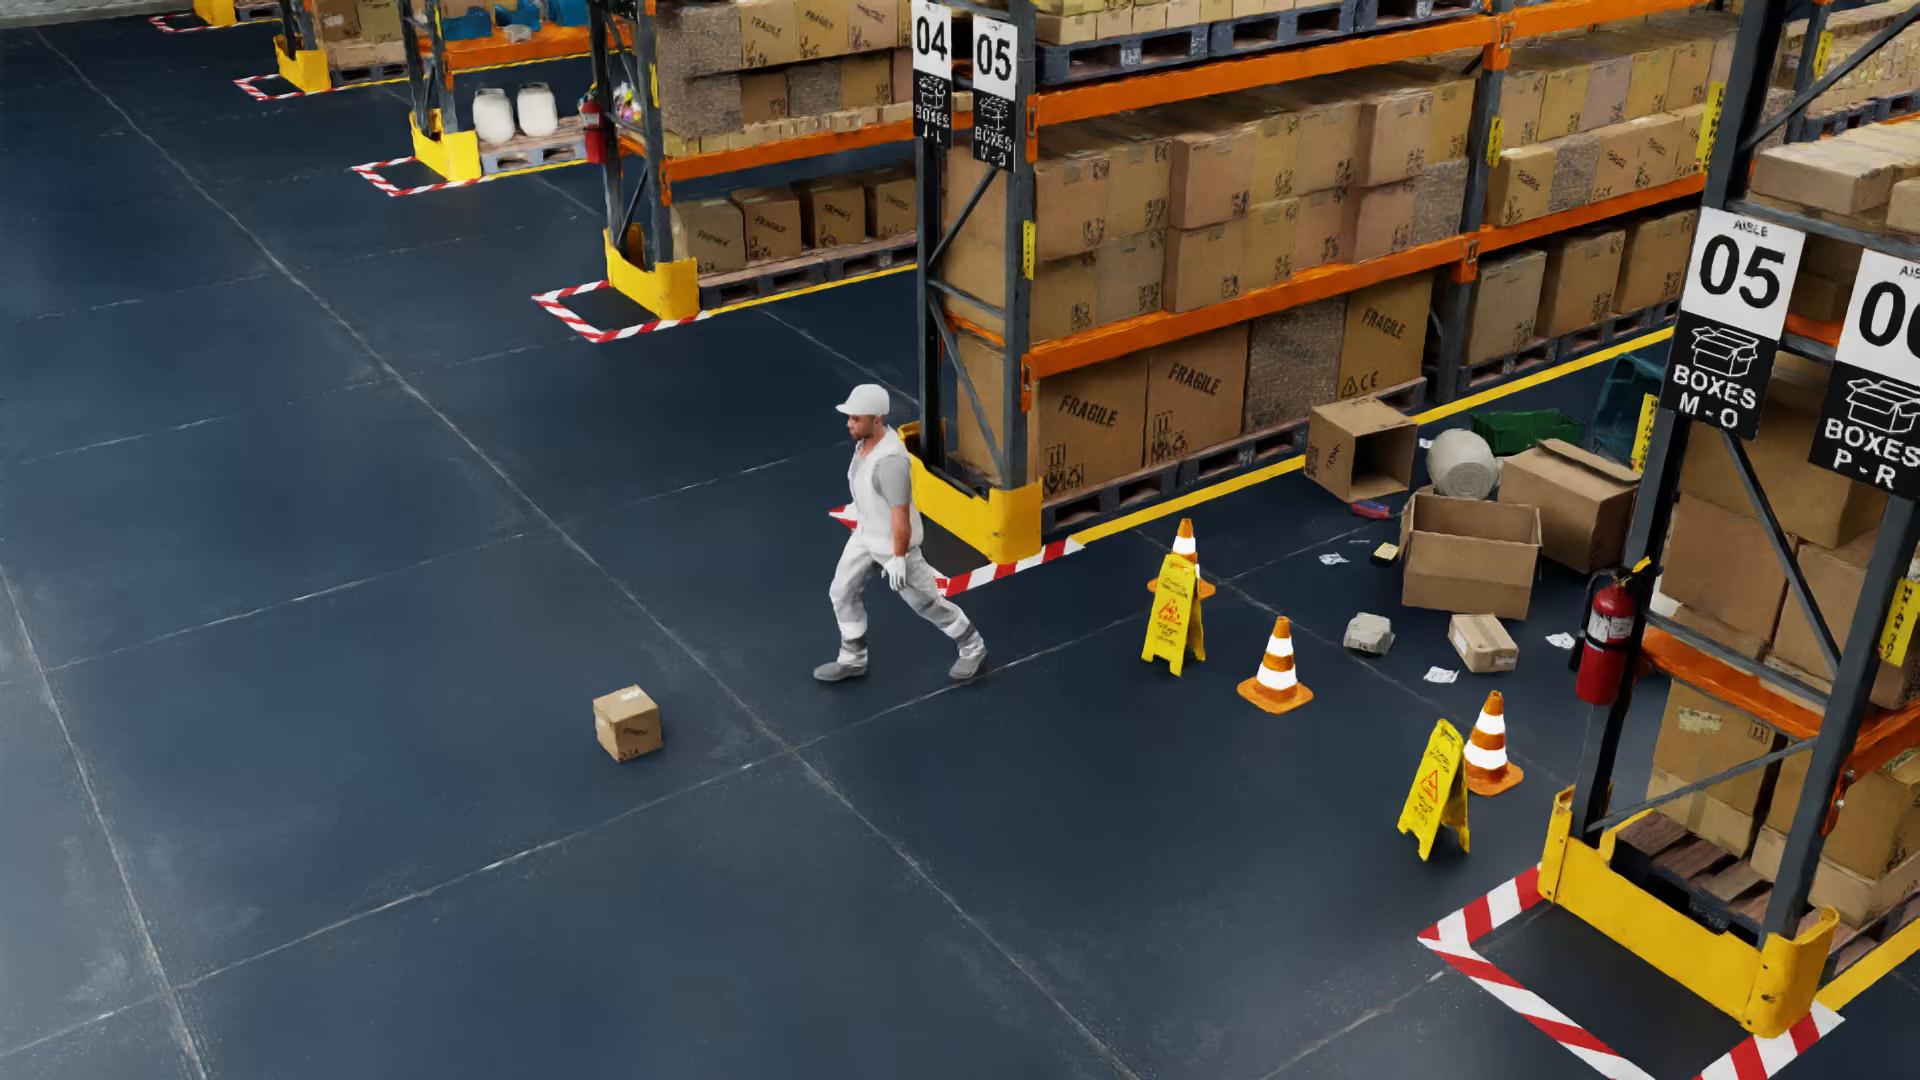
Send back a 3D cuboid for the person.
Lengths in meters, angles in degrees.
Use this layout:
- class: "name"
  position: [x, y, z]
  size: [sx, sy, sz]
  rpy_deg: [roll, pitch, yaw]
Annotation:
- class: "person"
  position: [-0.319, -0.027, 8.683]
  size: [0.919, 1.733, 0.583]
  rpy_deg: [-12, 31, -21]
